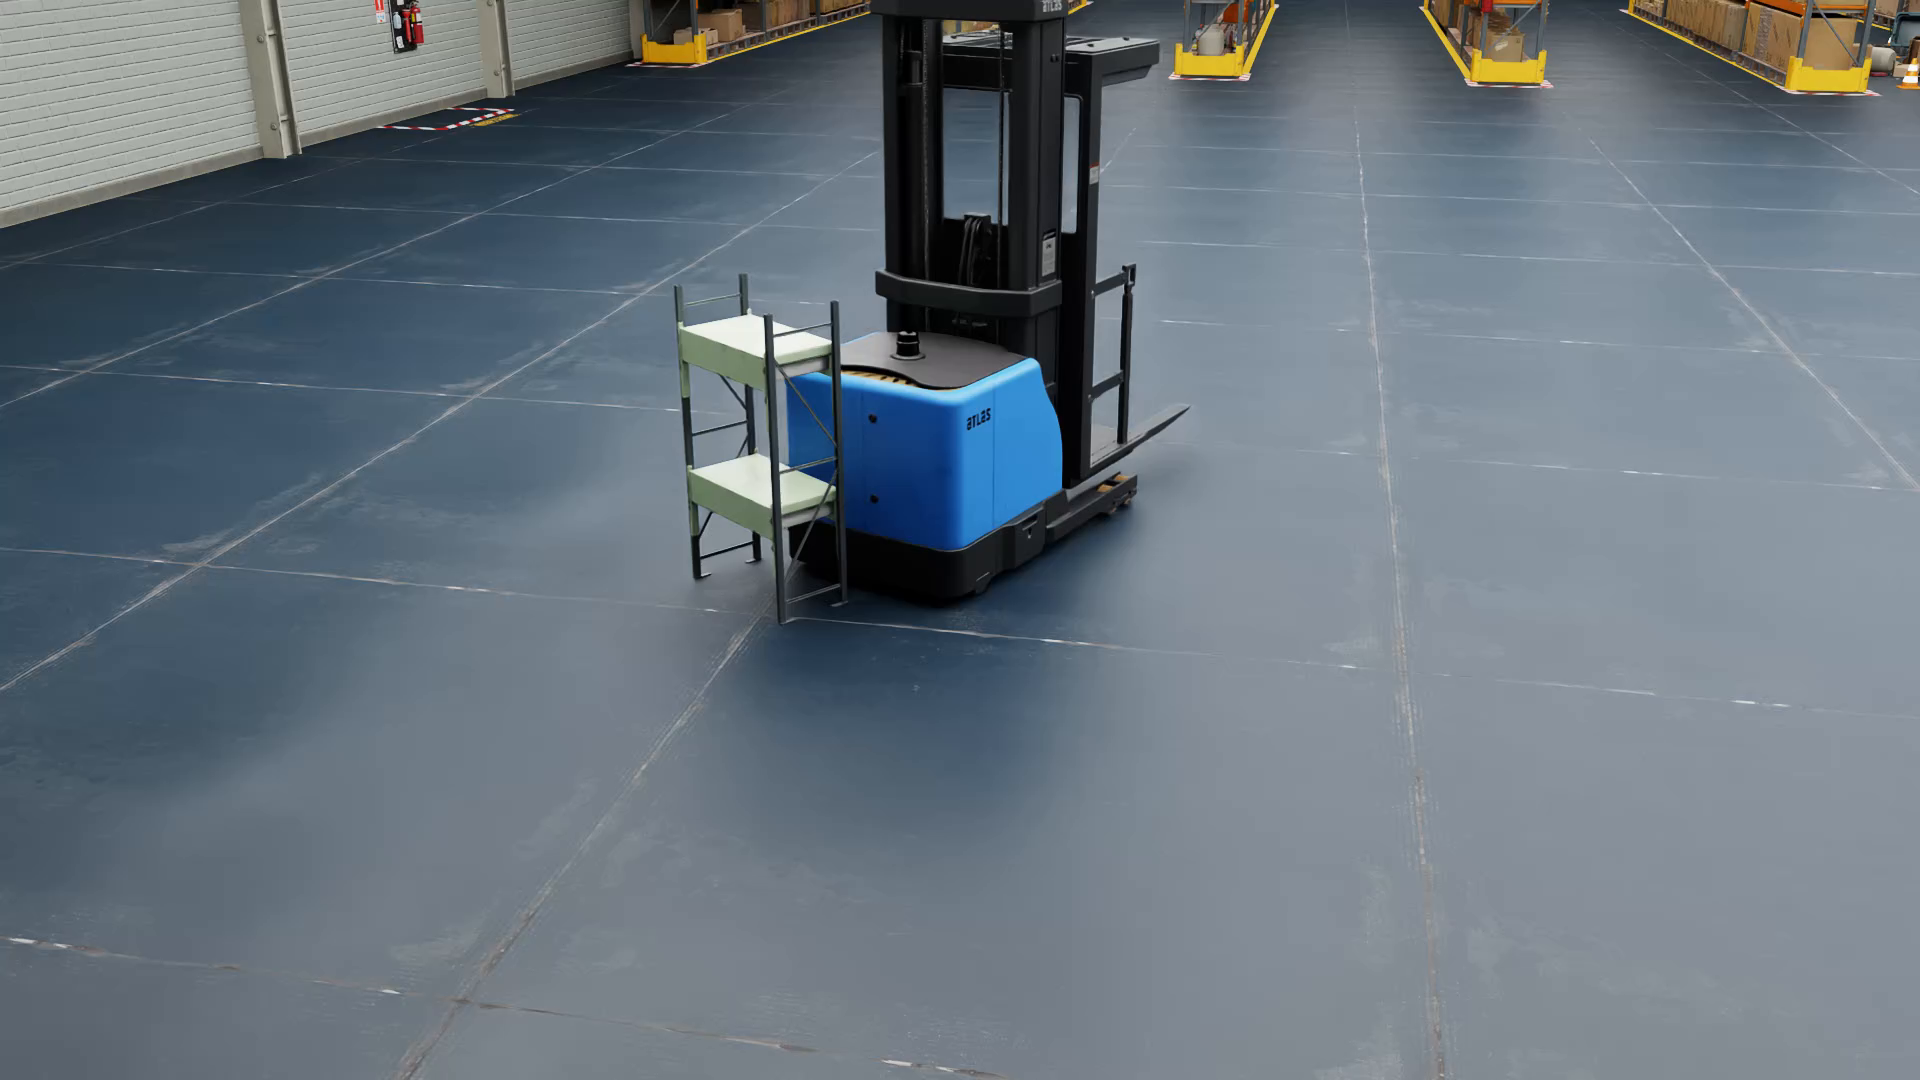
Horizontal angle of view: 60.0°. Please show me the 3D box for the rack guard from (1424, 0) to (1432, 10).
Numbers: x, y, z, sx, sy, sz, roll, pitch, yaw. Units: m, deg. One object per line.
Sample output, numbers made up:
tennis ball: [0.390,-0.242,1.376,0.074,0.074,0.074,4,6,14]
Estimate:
rack guard: [12.495,-13.833,42.533,1.175,0.500,0.348,4,22,11]

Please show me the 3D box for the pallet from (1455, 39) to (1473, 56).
pallet: [10.199,-9.587,32.375,1.003,0.211,1.213,4,22,11]

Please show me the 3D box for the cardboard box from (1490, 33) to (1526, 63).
cardboard box: [9.369,-8.395,28.467,0.500,0.500,0.500,9,24,21]

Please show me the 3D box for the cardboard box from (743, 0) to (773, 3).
cardboard box: [-4.286,-11.552,35.276,0.500,0.250,0.500,4,22,10]

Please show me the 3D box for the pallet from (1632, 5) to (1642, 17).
pallet: [17.109,-12.953,40.734,1.003,0.211,1.213,4,22,11]

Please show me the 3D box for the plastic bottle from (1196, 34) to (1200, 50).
plastic bottle: [4.400,-9.246,30.853,0.152,0.276,0.135,5,22,11]

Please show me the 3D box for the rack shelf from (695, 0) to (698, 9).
rack shelf: [-4.914,-10.663,32.278,1.077,0.370,4.000,4,22,11]

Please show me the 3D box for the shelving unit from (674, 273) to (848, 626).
shelving unit: [-0.945,-0.444,7.948,0.431,1.500,0.755,-18,28,-38]

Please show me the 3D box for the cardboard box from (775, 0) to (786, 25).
cardboard box: [-4.172,-11.420,35.950,0.700,0.500,0.500,5,22,12]

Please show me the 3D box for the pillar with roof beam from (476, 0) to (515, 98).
pillar with roof beam: [-3.036,-10.848,23.742,9.100,9.000,0.400,4,22,11]

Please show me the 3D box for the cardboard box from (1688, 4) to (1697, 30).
cardboard box: [15.571,-10.939,34.784,0.500,0.500,0.500,4,22,11]

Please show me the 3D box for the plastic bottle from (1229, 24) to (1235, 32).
plastic bottle: [5.202,-9.702,31.885,0.144,0.351,0.185,4,22,11]

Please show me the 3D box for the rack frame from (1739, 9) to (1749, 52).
rack frame: [14.876,-10.180,30.116,1.000,3.000,0.127,4,22,11]

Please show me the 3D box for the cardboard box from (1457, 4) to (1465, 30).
cardboard box: [10.740,-10.856,34.552,0.700,0.500,0.500,3,22,8]

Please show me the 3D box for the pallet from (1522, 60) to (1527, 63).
pallet: [9.441,-8.161,28.835,1.003,0.211,1.213,4,22,11]

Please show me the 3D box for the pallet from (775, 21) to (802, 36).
pallet: [-4.102,-11.167,36.299,1.003,0.211,1.213,4,22,11]

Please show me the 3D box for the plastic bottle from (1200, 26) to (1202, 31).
plastic bottle: [4.583,-9.616,31.671,0.144,0.351,0.185,4,22,9]

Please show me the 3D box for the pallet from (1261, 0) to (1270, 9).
pallet: [7.435,-13.770,42.761,1.003,0.211,1.213,4,22,11]

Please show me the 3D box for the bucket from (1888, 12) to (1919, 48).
bucket: [17.105,-9.142,29.884,0.726,0.611,0.620,13,15,29]

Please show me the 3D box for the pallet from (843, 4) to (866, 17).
pallet: [-2.957,-13.073,41.030,1.003,0.211,1.213,4,22,11]

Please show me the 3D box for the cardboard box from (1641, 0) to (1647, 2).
cardboard box: [16.734,-13.130,40.295,0.380,0.149,0.250,5,23,13]

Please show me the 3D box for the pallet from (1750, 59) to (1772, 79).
pallet: [14.398,-8.167,28.850,1.003,0.211,1.213,4,22,11]

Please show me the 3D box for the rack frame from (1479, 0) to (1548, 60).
rack frame: [9.225,-9.133,27.514,1.000,3.000,0.127,4,22,11]

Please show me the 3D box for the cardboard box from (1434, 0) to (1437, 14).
cardboard box: [11.563,-12.495,38.145,1.225,0.875,0.875,5,22,11]

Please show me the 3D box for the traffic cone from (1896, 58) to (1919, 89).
traffic cone: [15.558,-7.627,27.171,0.336,0.463,0.334,4,22,11]

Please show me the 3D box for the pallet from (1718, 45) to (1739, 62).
pallet: [14.960,-9.175,31.352,1.003,0.211,1.213,4,22,11]

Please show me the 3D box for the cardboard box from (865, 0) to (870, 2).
cardboard box: [-2.621,-13.955,42.272,0.700,0.500,0.500,5,22,12]

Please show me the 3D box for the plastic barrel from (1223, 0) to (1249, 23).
plastic barrel: [6.092,-11.804,36.491,0.600,0.830,0.708,4,22,11]

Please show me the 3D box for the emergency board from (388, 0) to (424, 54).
emergency board: [-7.792,-7.492,23.441,0.194,1.169,0.643,4,22,11]

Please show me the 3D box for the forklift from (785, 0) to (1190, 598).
forklift: [0.342,-1.583,8.861,1.130,2.935,3.031,13,25,30]

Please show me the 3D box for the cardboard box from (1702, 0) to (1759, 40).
cardboard box: [15.305,-10.259,32.760,1.050,0.750,0.750,5,22,12]

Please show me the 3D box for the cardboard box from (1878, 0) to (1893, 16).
cardboard box: [21.790,-12.321,38.299,0.875,0.438,0.875,4,22,9]

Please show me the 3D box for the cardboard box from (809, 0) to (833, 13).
cardboard box: [-3.411,-12.648,38.558,0.750,0.750,0.750,4,22,10]

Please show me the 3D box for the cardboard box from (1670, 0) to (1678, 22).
cardboard box: [15.992,-11.698,36.668,0.500,0.500,0.500,5,23,13]

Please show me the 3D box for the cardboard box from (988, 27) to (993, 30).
cardboard box: [0.352,-9.903,32.546,0.500,0.250,0.500,4,22,11]

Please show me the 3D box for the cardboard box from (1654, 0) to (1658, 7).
cardboard box: [16.342,-12.455,38.620,0.380,0.149,0.250,4,22,9]

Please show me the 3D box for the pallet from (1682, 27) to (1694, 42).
pallet: [15.853,-10.636,34.979,1.003,0.211,1.213,4,22,11]

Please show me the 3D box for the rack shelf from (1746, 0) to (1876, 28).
rack shelf: [14.468,-9.115,28.434,1.077,0.370,4.000,4,22,11]

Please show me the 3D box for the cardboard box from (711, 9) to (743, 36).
cardboard box: [-4.679,-10.390,33.394,0.500,0.500,0.500,3,22,7]

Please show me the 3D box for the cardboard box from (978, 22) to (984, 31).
cardboard box: [0.164,-9.884,31.495,0.500,0.500,0.500,4,22,11]

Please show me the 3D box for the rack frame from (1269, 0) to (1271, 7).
rack frame: [7.641,-15.362,42.981,1.000,3.000,0.127,4,22,11]

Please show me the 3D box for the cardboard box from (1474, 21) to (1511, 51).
cardboard box: [9.811,-9.277,30.658,0.500,0.500,0.500,12,25,28]

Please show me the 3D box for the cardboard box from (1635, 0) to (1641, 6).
cardboard box: [16.904,-13.274,41.052,0.380,0.149,0.250,5,22,12]

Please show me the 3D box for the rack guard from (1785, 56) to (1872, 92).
rack guard: [14.055,-7.549,26.929,1.175,0.500,0.348,4,22,11]

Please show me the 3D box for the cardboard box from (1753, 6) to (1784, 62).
cardboard box: [14.499,-8.835,29.058,0.875,0.875,0.875,5,22,11]

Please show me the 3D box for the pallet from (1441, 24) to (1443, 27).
pallet: [11.590,-11.940,38.217,1.003,0.211,1.213,4,22,11]

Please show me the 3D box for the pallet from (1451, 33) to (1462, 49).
pallet: [10.445,-10.034,33.486,1.003,0.211,1.213,4,22,11]

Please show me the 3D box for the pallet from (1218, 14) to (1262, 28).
pallet: [6.380,-11.879,38.066,1.003,0.211,1.213,4,22,11]

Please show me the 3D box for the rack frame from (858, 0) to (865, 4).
rack frame: [-2.874,-14.654,41.224,1.000,3.000,0.127,4,22,11]

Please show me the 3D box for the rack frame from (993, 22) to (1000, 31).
rack frame: [0.344,-11.352,33.025,1.000,3.000,0.127,4,22,11]

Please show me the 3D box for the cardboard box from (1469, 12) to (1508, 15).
cardboard box: [10.303,-10.036,32.515,0.700,0.500,0.500,4,22,11]

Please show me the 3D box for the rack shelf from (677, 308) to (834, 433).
rack shelf: [-0.946,-0.806,7.802,0.431,0.370,0.720,-18,28,-38]
